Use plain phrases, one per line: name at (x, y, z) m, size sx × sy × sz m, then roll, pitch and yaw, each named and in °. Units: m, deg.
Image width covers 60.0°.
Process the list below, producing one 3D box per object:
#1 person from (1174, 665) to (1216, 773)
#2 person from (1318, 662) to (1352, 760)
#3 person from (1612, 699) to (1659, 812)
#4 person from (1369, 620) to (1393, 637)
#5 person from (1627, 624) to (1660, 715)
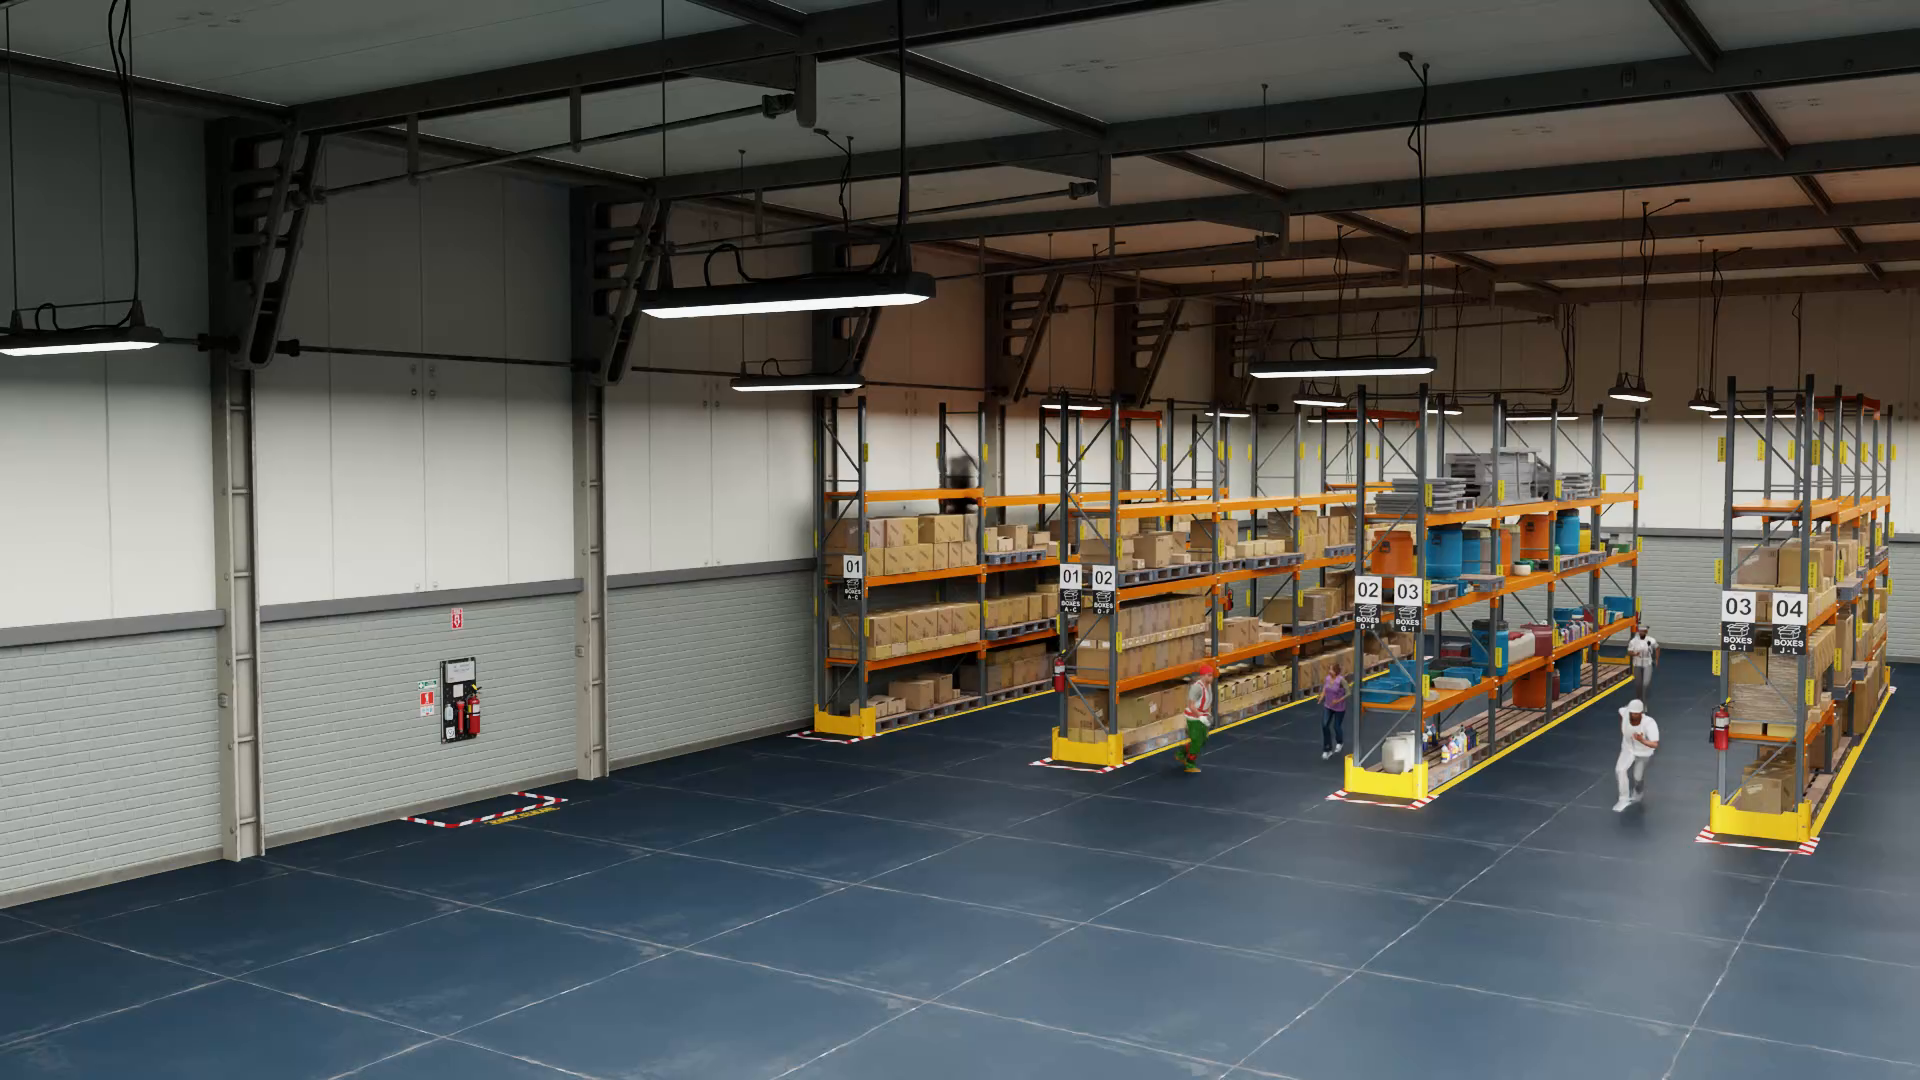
person at (3.647, 2.783, 25.936) m, size 0.785 × 1.718 × 0.638 m, roll 2°, pitch 4°, yaw 35°
person at (6.211, 2.789, 27.309) m, size 0.552 × 1.619 × 0.767 m, roll 2°, pitch 4°, yaw 38°
person at (9.476, 2.989, 23.230) m, size 0.675 × 1.626 × 1.067 m, roll 2°, pitch 4°, yaw 38°
person at (10.611, 1.988, 41.722) m, size 1.117 × 1.696 × 0.683 m, roll 3°, pitch 4°, yaw 44°
person at (13.186, 2.473, 32.103) m, size 0.559 × 1.749 × 0.847 m, roll 2°, pitch 3°, yaw 27°
